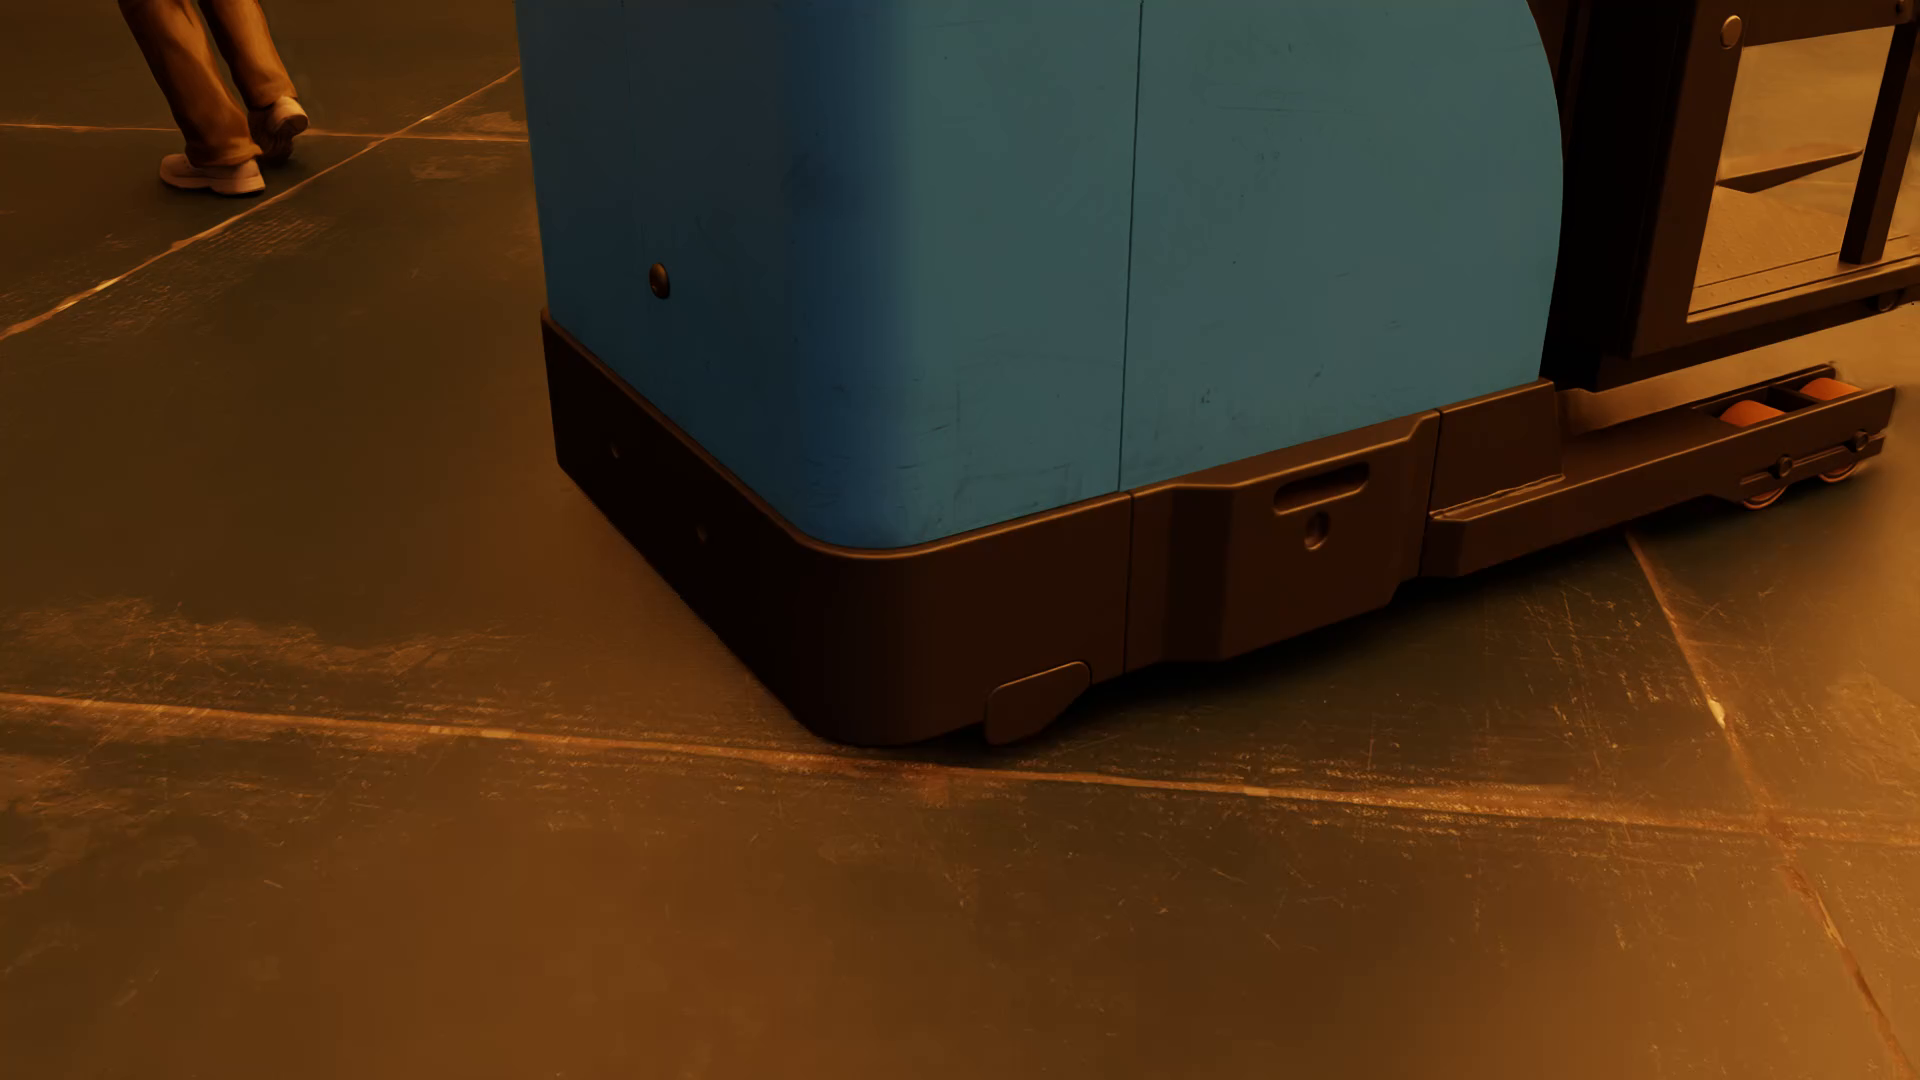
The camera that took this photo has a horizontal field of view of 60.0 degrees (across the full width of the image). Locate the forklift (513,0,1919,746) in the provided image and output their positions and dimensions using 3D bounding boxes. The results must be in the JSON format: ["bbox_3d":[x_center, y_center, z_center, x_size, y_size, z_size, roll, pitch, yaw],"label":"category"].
[{"bbox_3d":[0.900,-1.545,2.315,3.031,2.935,1.130,-15,30,-27],"label":"forklift"}]

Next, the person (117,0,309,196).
[{"bbox_3d":[-1.959,-1.708,4.007,0.486,1.792,0.917,18,32,32],"label":"person"}]
